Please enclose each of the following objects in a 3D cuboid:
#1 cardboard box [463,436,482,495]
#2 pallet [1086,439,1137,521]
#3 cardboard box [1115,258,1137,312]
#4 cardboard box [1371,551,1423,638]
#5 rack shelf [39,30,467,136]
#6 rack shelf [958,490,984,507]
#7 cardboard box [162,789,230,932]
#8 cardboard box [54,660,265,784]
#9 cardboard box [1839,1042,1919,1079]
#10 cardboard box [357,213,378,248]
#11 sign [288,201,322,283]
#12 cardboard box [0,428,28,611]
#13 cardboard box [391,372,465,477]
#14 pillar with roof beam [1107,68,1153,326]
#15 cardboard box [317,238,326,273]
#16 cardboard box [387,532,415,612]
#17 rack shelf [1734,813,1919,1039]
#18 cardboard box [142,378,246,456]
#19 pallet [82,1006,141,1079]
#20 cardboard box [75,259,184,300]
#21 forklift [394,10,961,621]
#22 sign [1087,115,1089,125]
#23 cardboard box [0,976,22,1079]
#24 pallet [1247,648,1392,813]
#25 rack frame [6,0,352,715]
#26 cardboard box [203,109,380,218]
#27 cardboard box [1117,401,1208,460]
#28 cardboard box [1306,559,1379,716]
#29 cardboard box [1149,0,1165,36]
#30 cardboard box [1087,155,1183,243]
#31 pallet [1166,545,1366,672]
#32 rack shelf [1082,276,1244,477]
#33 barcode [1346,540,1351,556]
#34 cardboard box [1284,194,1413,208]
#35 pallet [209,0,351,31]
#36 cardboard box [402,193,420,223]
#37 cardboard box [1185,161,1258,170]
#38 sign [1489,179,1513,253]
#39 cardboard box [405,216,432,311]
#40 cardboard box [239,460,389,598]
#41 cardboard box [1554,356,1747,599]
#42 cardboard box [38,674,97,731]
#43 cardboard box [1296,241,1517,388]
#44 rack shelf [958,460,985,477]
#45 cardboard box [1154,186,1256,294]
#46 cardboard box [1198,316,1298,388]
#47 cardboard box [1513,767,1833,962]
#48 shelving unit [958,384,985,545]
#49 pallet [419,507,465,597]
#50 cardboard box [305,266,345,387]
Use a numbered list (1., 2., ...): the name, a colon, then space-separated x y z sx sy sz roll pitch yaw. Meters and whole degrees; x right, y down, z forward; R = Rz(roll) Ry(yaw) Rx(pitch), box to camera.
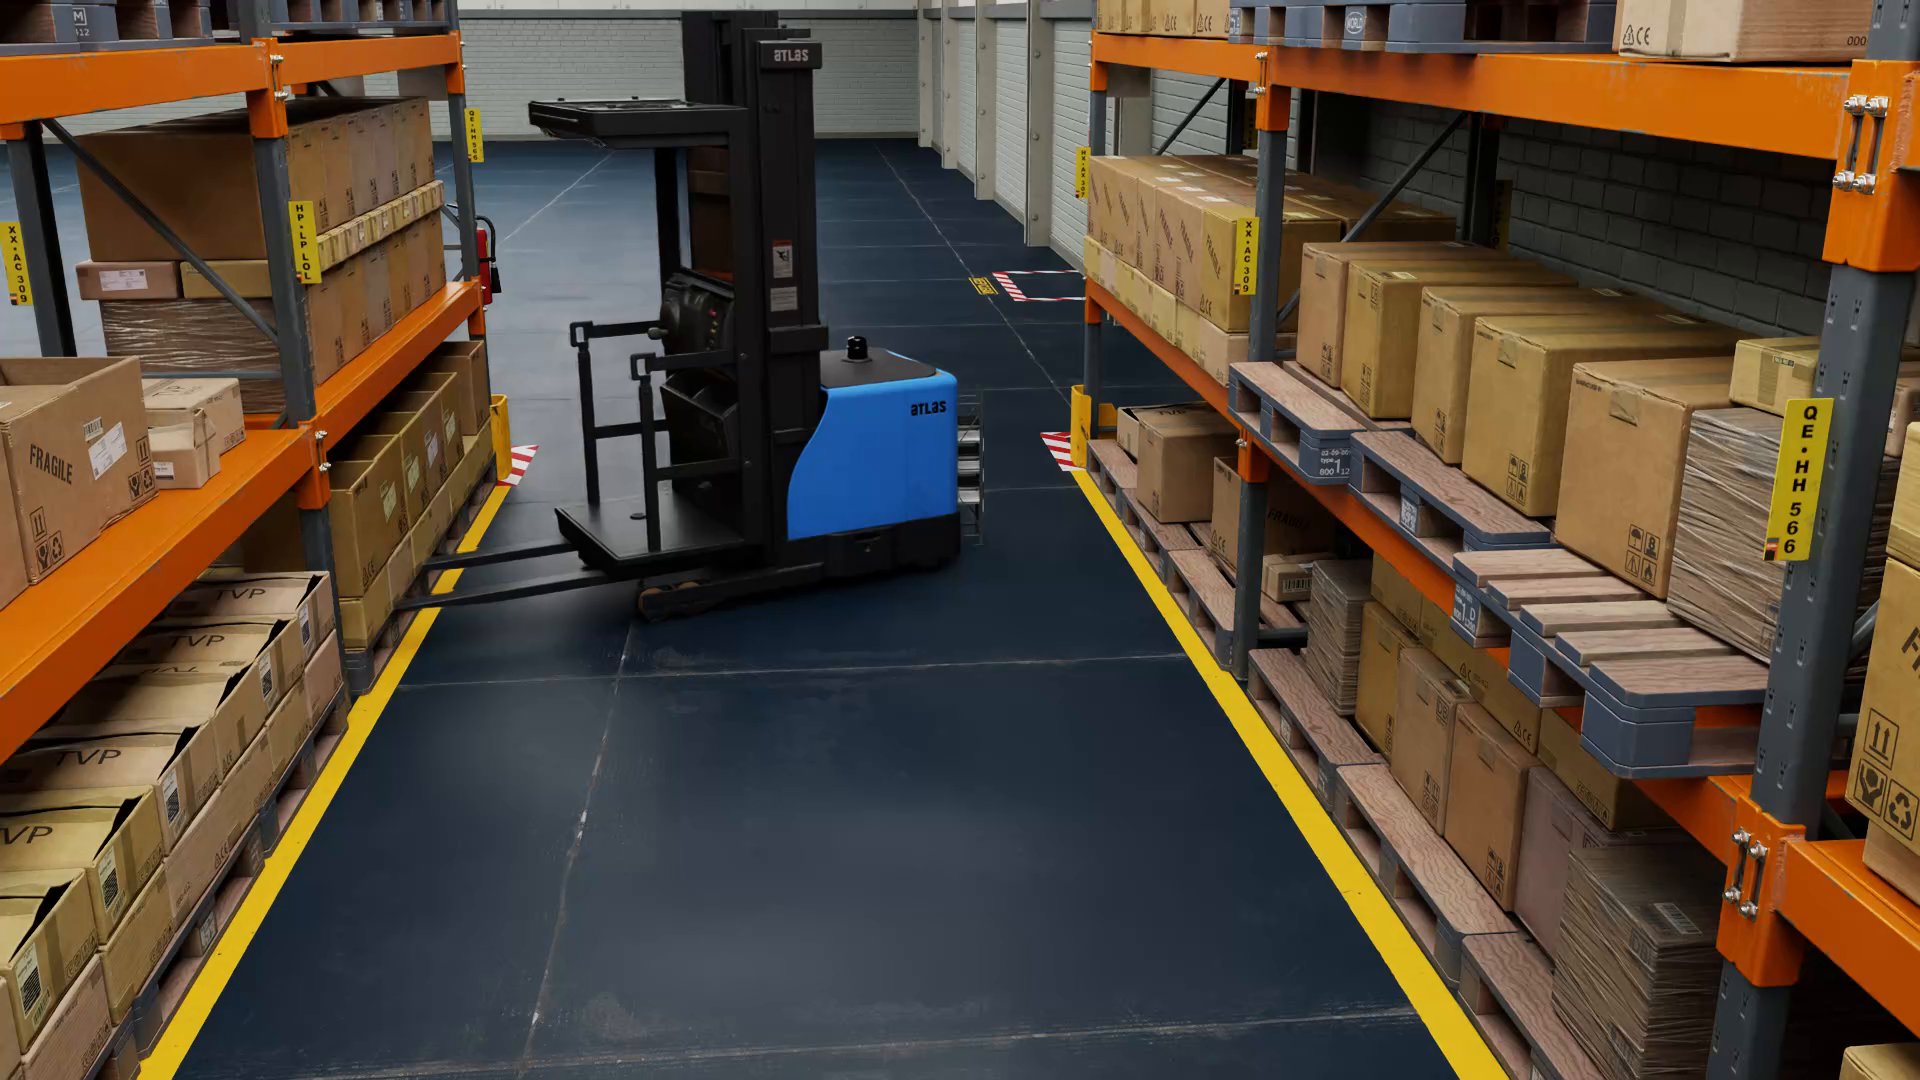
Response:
1. cardboard box: -3.167 -0.439 9.956 0.500 0.250 0.500 -2 18 -6
2. pallet: 1.403 -0.407 10.622 1.003 0.211 1.213 -2 18 -6
3. cardboard box: 1.196 -1.480 9.601 0.500 0.250 0.500 -2 18 -7
4. cardboard box: 1.901 0.163 6.337 0.500 0.250 0.500 -2 18 -7
5. rack shelf: -3.374 -2.341 8.320 1.077 0.370 4.000 -2 18 -6
6. rack shelf: 0.001 -0.223 9.598 0.258 0.077 0.200 -2 18 -6
7. cardboard box: -2.682 1.023 5.299 0.500 0.250 0.500 -1 17 -5
8. cardboard box: -2.731 0.602 5.706 0.500 0.311 0.500 -2 18 -6
9. cardboard box: 2.117 1.428 3.007 0.750 0.750 0.750 -2 18 -6
10. cardboard box: -3.166 -1.562 8.395 0.380 0.149 0.250 -2 18 -6
11. sign: -2.629 -1.192 6.665 0.100 0.325 0.005 -2 18 -6
12. cardboard box: -2.944 -0.013 4.544 0.500 0.500 0.500 -3 18 -9
13. cardboard box: -3.111 -0.648 9.369 0.500 0.500 0.500 -2 18 -6
14. pillar with roof beam: -2.621 -6.339 14.843 9.100 9.000 0.400 -2 18 -6
15. cardboard box: -3.057 -1.252 7.409 0.380 0.149 0.250 -2 18 -7
16. cardboard box: -2.960 0.157 8.058 0.500 0.250 0.500 -2 18 -6
17. rack shelf: 2.378 1.319 1.669 1.077 0.370 4.000 -2 18 -6
18. cardboard box: -3.073 -0.441 6.323 0.500 0.250 0.500 -1 17 -2
19. pallet: -2.801 1.618 4.171 1.003 0.211 1.213 -2 18 -6
20. cardboard box: -3.409 -1.089 6.889 0.380 0.149 0.250 -2 18 -6
21. forklift: -1.536 -1.169 8.506 3.031 2.935 1.130 -10 20 -28
22. sign: 1.481 -4.783 18.960 0.001 0.109 0.331 -2 18 -6
23. cardboard box: -2.517 1.213 3.759 0.500 0.311 0.500 -1 17 -4
24. pallet: 1.841 0.751 6.934 1.003 0.211 1.213 -2 18 -6
25. rack frame: -3.167 -0.658 6.764 1.000 3.000 0.127 -2 18 -6
26. cardboard box: -3.375 -1.905 8.404 0.700 0.500 0.500 -2 18 -6
27. cardboard box: 1.329 -0.722 10.722 0.500 0.311 0.500 -4 18 -12
28. cardboard box: 1.852 0.390 6.867 0.700 0.500 0.500 -1 17 -4
29. cardboard box: 1.287 -2.910 8.730 0.500 0.500 0.500 -1 17 -2
30. cardboard box: 1.097 -2.148 10.475 0.500 0.500 0.500 -2 18 -6
31. pallet: 1.655 0.320 8.306 1.003 0.211 1.213 -2 18 -6
32. rack shelf: 1.553 -1.064 9.261 1.077 0.370 4.000 -2 18 -6
33. barcode: 1.970 0.042 8.442 0.001 0.075 0.075 -2 18 -6
34. cardboard box: 1.869 -1.408 8.120 0.500 0.500 0.500 -2 18 -6
35. pallet: -3.281 -2.300 7.135 1.003 0.211 1.213 -2 18 -6
36. cardboard box: -3.272 -1.869 9.374 0.380 0.149 0.250 -2 17 -5
37. cardboard box: 1.649 -2.015 10.053 0.500 0.500 0.500 -2 17 -5
38. sign: 2.311 -1.382 7.140 0.100 0.325 0.005 -2 18 -6
39. cardboard box: -3.486 -1.601 9.603 0.700 0.500 0.500 -1 17 -4
40. cardboard box: -2.904 -0.052 7.471 0.500 0.500 0.500 -2 18 -6
41. cardboard box: 2.029 -0.183 4.351 0.700 0.500 0.500 -3 18 -11
42. cardboard box: -3.272 0.621 5.646 0.500 0.311 0.500 -2 18 -7
43. cardboard box: 1.778 -0.917 6.688 0.700 0.500 0.500 -2 18 -5
44. rack shelf: 0.001 -0.395 9.545 0.258 0.077 0.200 -2 18 -6
45. cardboard box: 1.305 -1.538 8.532 0.500 0.500 0.500 -2 18 -7
46. cardboard box: 1.409 -0.881 7.694 0.500 0.250 0.500 -2 18 -6
47. cardboard box: 2.108 0.993 4.946 0.700 0.500 0.500 -2 18 -6
48. shelving unit: 0.001 -0.427 9.535 0.258 0.900 0.210 -2 18 -6
49. pallet: -3.337 0.070 9.101 1.003 0.211 1.213 -2 18 -6
50. cardboard box: -3.280 -0.994 7.669 0.700 0.500 0.500 -2 18 -6
